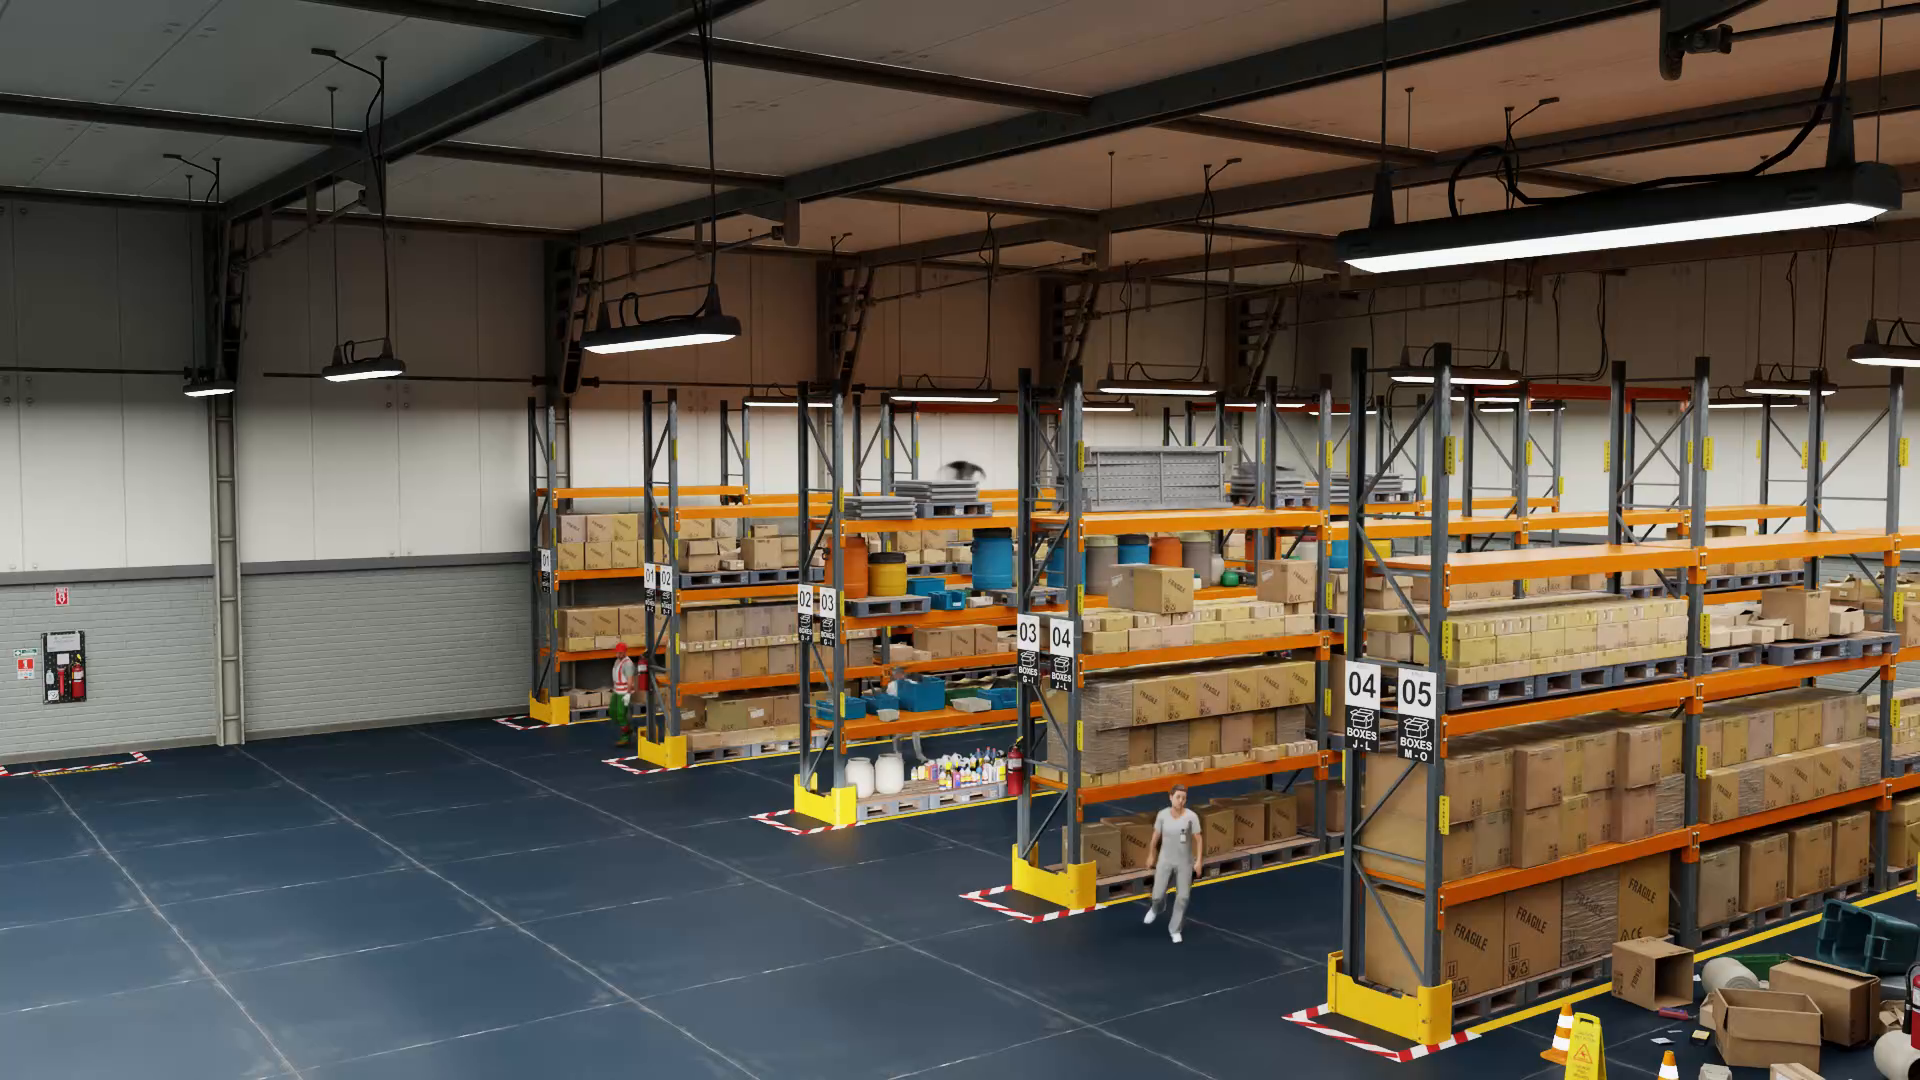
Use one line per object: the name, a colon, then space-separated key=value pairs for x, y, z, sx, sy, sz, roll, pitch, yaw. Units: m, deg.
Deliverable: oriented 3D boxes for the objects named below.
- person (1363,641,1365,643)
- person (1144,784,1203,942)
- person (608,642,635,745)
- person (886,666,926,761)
person: x=9.775 y=2.104 z=39.495 sx=0.644 sy=1.466 sz=0.818 roll=1 pitch=3 yaw=14
person: x=2.214 y=3.323 z=17.261 sx=0.613 sy=1.639 sz=0.660 roll=1 pitch=3 yaw=9
person: x=-5.682 y=2.594 z=28.174 sx=0.486 sy=1.762 sz=0.674 roll=-2 pitch=4 yaw=-36
person: x=-0.880 y=2.804 z=26.732 sx=0.655 sy=1.619 sz=0.751 roll=0 pitch=3 yaw=1
